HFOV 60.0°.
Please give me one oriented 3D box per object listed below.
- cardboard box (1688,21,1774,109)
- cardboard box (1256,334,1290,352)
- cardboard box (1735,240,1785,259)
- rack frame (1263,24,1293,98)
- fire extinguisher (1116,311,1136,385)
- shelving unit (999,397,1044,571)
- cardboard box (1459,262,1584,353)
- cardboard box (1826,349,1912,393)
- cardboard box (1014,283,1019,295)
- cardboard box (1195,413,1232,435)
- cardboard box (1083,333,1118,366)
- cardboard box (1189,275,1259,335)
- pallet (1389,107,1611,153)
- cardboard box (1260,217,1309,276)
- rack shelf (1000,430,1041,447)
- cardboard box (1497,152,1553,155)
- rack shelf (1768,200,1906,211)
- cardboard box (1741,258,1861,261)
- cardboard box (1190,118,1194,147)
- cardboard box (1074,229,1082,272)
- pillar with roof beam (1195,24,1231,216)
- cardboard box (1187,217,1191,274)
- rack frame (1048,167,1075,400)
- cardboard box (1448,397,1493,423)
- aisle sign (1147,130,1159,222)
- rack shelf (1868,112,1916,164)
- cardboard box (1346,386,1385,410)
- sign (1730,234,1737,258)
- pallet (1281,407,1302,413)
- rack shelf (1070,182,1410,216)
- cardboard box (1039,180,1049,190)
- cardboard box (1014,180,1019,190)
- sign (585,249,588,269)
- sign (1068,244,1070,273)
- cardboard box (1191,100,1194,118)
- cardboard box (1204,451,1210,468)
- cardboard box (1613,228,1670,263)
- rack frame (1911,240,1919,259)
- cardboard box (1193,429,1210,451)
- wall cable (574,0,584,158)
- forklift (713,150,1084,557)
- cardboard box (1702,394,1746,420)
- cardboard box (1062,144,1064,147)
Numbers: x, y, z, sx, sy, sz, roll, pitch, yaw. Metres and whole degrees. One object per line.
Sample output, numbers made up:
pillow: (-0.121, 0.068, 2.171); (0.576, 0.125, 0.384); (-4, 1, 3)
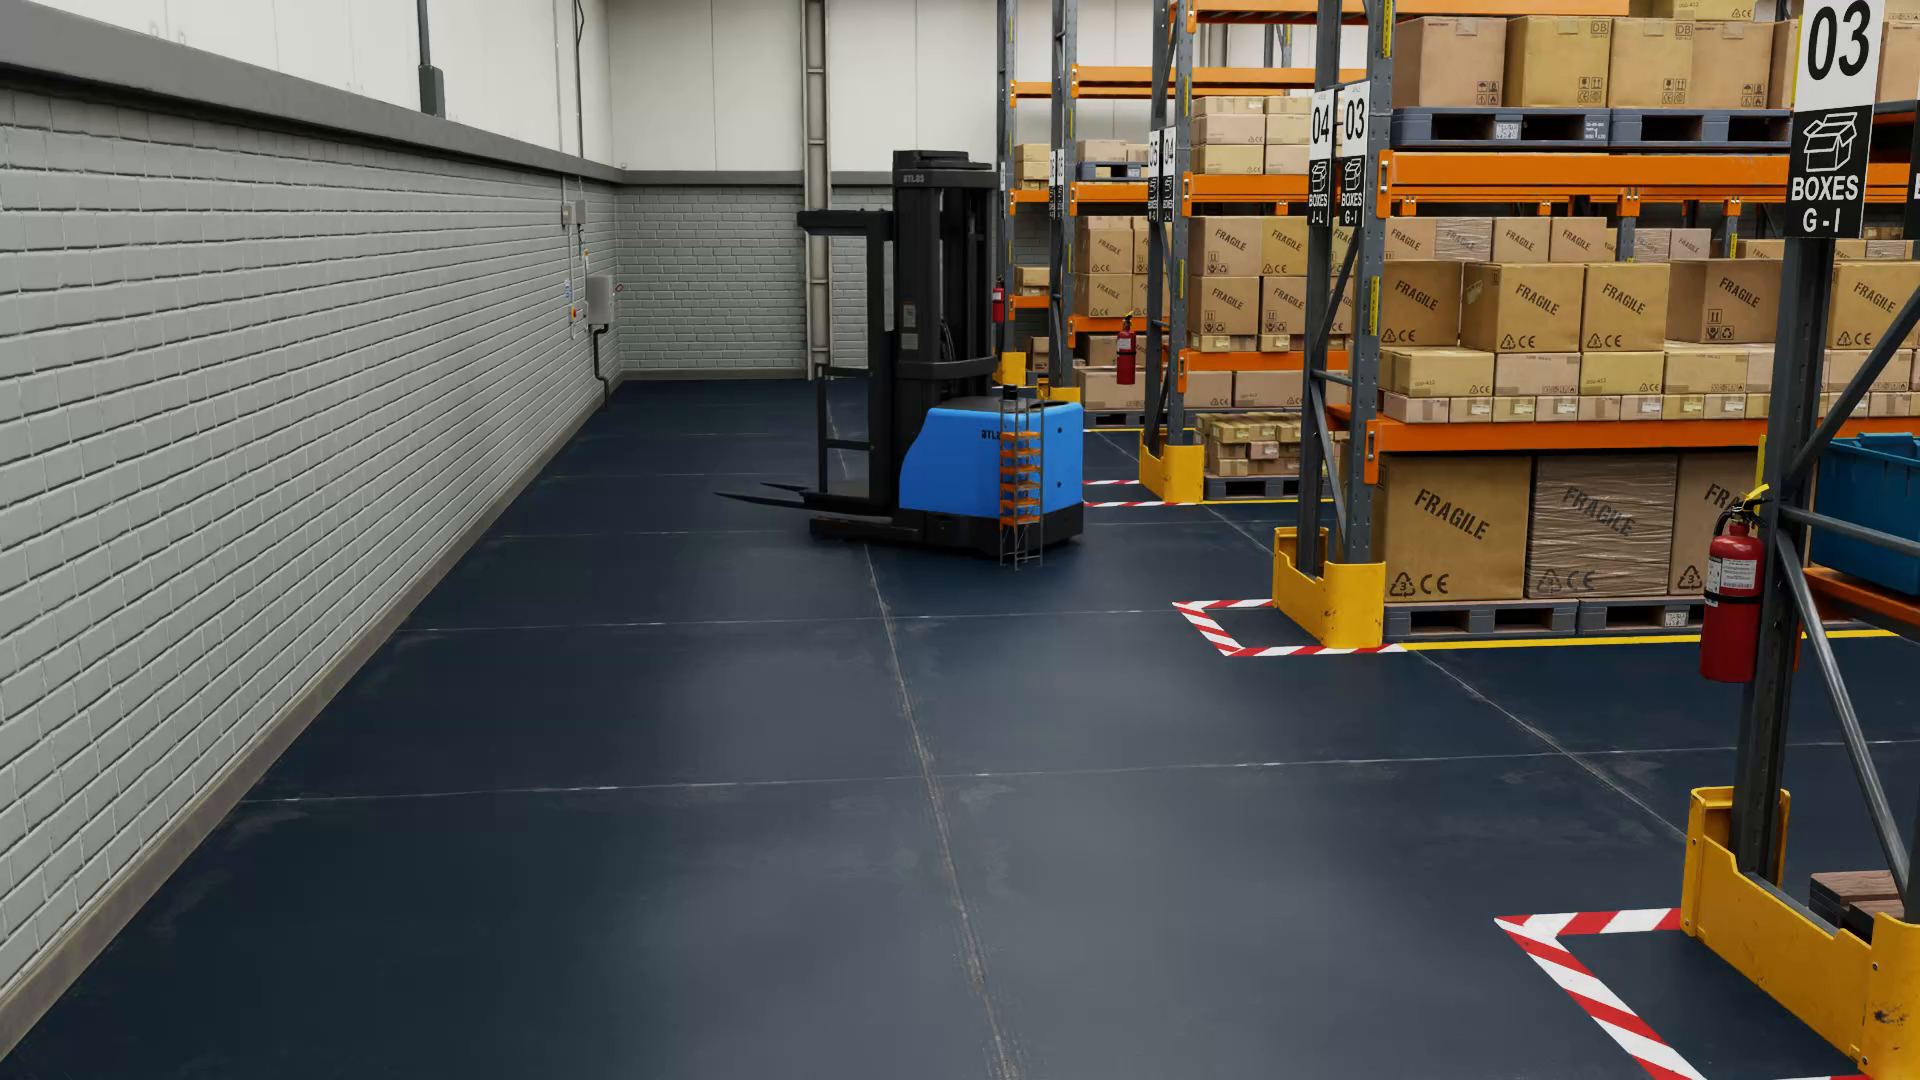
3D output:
cardboard box: (4.398, -2.791, 9.903); (0.500, 0.500, 0.700); (-1, 11, -4)
cardboard box: (2.707, -1.736, 14.571); (0.250, 0.149, 0.380); (-2, 11, -8)
cardboard box: (9.618, -3.386, 20.198); (0.500, 0.500, 0.500); (-2, 11, -8)
rack frame: (4.630, -6.832, 24.293); (0.127, 3.000, 1.000); (-1, 11, -6)
fire extinguisher: (1.528, -1.769, 15.256); (0.183, 0.674, 0.296); (-1, 11, -6)
shelving unit: (0.438, -0.399, 11.789); (0.258, 1.200, 0.189); (-7, 13, -32)
cardboard box: (3.267, -1.362, 9.694); (0.500, 0.500, 0.500); (-1, 11, -7)
cardboard box: (5.315, -1.038, 9.989); (0.500, 0.250, 0.500); (-1, 11, -4)
cardboard box: (0.954, -3.740, 24.770); (0.250, 0.149, 0.380); (-1, 11, -7)
cardboard box: (2.327, -1.065, 15.269); (0.250, 0.149, 0.380); (-1, 11, -5)
cardboard box: (2.125, -2.790, 24.674); (0.500, 0.500, 0.700); (-1, 11, -4)
cardboard box: (2.304, -2.058, 14.529); (0.500, 0.500, 0.500); (-1, 11, -3)
pallet: (2.999, -2.399, 9.748); (1.213, 0.211, 1.003); (-1, 11, -6)
cardboard box: (2.804, -2.562, 14.502); (0.500, 0.500, 0.500); (-1, 11, -4)
rack shelf: (0.438, -0.709, 11.728); (0.258, 0.103, 0.180); (-7, 13, -32)
cardboard box: (4.848, -3.318, 14.581); (0.500, 0.250, 0.500); (-1, 11, -6)
rack shelf: (14.571, -5.216, 25.712); (4.000, 0.370, 1.077); (-1, 11, -6)
cardboard box: (5.246, -1.507, 10.431); (0.500, 0.500, 0.500); (-1, 11, -6)
cardboard box: (2.258, -3.608, 14.763); (0.500, 0.250, 0.500); (-2, 11, -8)
cardboard box: (1.646, -3.449, 19.784); (0.500, 0.500, 0.500); (-1, 11, -4)
pillar with roof beam: (4.305, -6.165, 20.899); (0.400, 9.000, 9.100); (-1, 11, -6)
cardboard box: (2.256, -2.649, 14.945); (0.500, 0.500, 0.500); (-1, 11, -7)
rack frame: (1.193, -2.854, 19.607); (0.127, 3.000, 1.000); (-1, 11, -6)
cardboard box: (2.907, -0.779, 9.708); (0.250, 0.149, 0.380); (-1, 11, -7)
aisle sign: (1.723, -3.238, 14.823); (0.004, 0.787, 0.394); (-1, 11, -6)
rack shelf: (4.786, -1.164, 5.100); (4.000, 0.370, 1.077); (-1, 11, -6)
cardboard box: (2.582, -0.900, 10.323); (0.250, 0.149, 0.380); (-1, 11, -5)
sign: (9.209, -3.482, 19.802); (0.005, 0.325, 0.100); (-1, 11, -6)
pallet: (4.405, -1.568, 20.295); (1.213, 0.211, 1.003); (-1, 11, -6)
rack shelf: (3.181, -4.014, 19.599); (4.000, 0.370, 1.077); (-1, 11, -6)
cardboard box: (1.253, -5.126, 24.043); (0.250, 0.149, 0.380); (-1, 11, -5)
cardboard box: (0.946, -5.205, 24.443); (0.250, 0.149, 0.380); (-1, 11, -5)
sign: (-4.692, -3.528, 20.895); (0.001, 0.242, 0.339); (-1, 11, -6)
sign: (1.247, -3.211, 18.974); (0.005, 0.325, 0.100); (-1, 11, -6)
cardboard box: (2.127, -3.809, 14.749); (0.250, 0.149, 0.380); (-1, 11, -7)
cardboard box: (2.329, -0.764, 15.282); (0.250, 0.149, 0.380); (-1, 11, -5)
cardboard box: (8.151, -3.487, 19.976); (0.500, 0.500, 0.500); (-1, 11, -5)
rack frame: (6.240, -1.036, 10.364); (0.127, 3.000, 1.000); (-1, 11, -6)
cardboard box: (2.322, -0.925, 15.329); (0.250, 0.149, 0.380); (-2, 11, -8)
wall cable: (-4.774, -6.322, 21.602); (0.133, 3.039, 2.988); (-1, 11, -6)
forklift: (-0.572, -1.506, 12.931); (3.031, 2.935, 1.130); (7, 13, 31)
cardboard box: (4.441, -0.812, 9.874); (0.250, 0.149, 0.380); (-1, 11, -5)
cardboard box: (1.629, -5.563, 23.934); (0.500, 0.250, 0.500); (-1, 11, -6)
